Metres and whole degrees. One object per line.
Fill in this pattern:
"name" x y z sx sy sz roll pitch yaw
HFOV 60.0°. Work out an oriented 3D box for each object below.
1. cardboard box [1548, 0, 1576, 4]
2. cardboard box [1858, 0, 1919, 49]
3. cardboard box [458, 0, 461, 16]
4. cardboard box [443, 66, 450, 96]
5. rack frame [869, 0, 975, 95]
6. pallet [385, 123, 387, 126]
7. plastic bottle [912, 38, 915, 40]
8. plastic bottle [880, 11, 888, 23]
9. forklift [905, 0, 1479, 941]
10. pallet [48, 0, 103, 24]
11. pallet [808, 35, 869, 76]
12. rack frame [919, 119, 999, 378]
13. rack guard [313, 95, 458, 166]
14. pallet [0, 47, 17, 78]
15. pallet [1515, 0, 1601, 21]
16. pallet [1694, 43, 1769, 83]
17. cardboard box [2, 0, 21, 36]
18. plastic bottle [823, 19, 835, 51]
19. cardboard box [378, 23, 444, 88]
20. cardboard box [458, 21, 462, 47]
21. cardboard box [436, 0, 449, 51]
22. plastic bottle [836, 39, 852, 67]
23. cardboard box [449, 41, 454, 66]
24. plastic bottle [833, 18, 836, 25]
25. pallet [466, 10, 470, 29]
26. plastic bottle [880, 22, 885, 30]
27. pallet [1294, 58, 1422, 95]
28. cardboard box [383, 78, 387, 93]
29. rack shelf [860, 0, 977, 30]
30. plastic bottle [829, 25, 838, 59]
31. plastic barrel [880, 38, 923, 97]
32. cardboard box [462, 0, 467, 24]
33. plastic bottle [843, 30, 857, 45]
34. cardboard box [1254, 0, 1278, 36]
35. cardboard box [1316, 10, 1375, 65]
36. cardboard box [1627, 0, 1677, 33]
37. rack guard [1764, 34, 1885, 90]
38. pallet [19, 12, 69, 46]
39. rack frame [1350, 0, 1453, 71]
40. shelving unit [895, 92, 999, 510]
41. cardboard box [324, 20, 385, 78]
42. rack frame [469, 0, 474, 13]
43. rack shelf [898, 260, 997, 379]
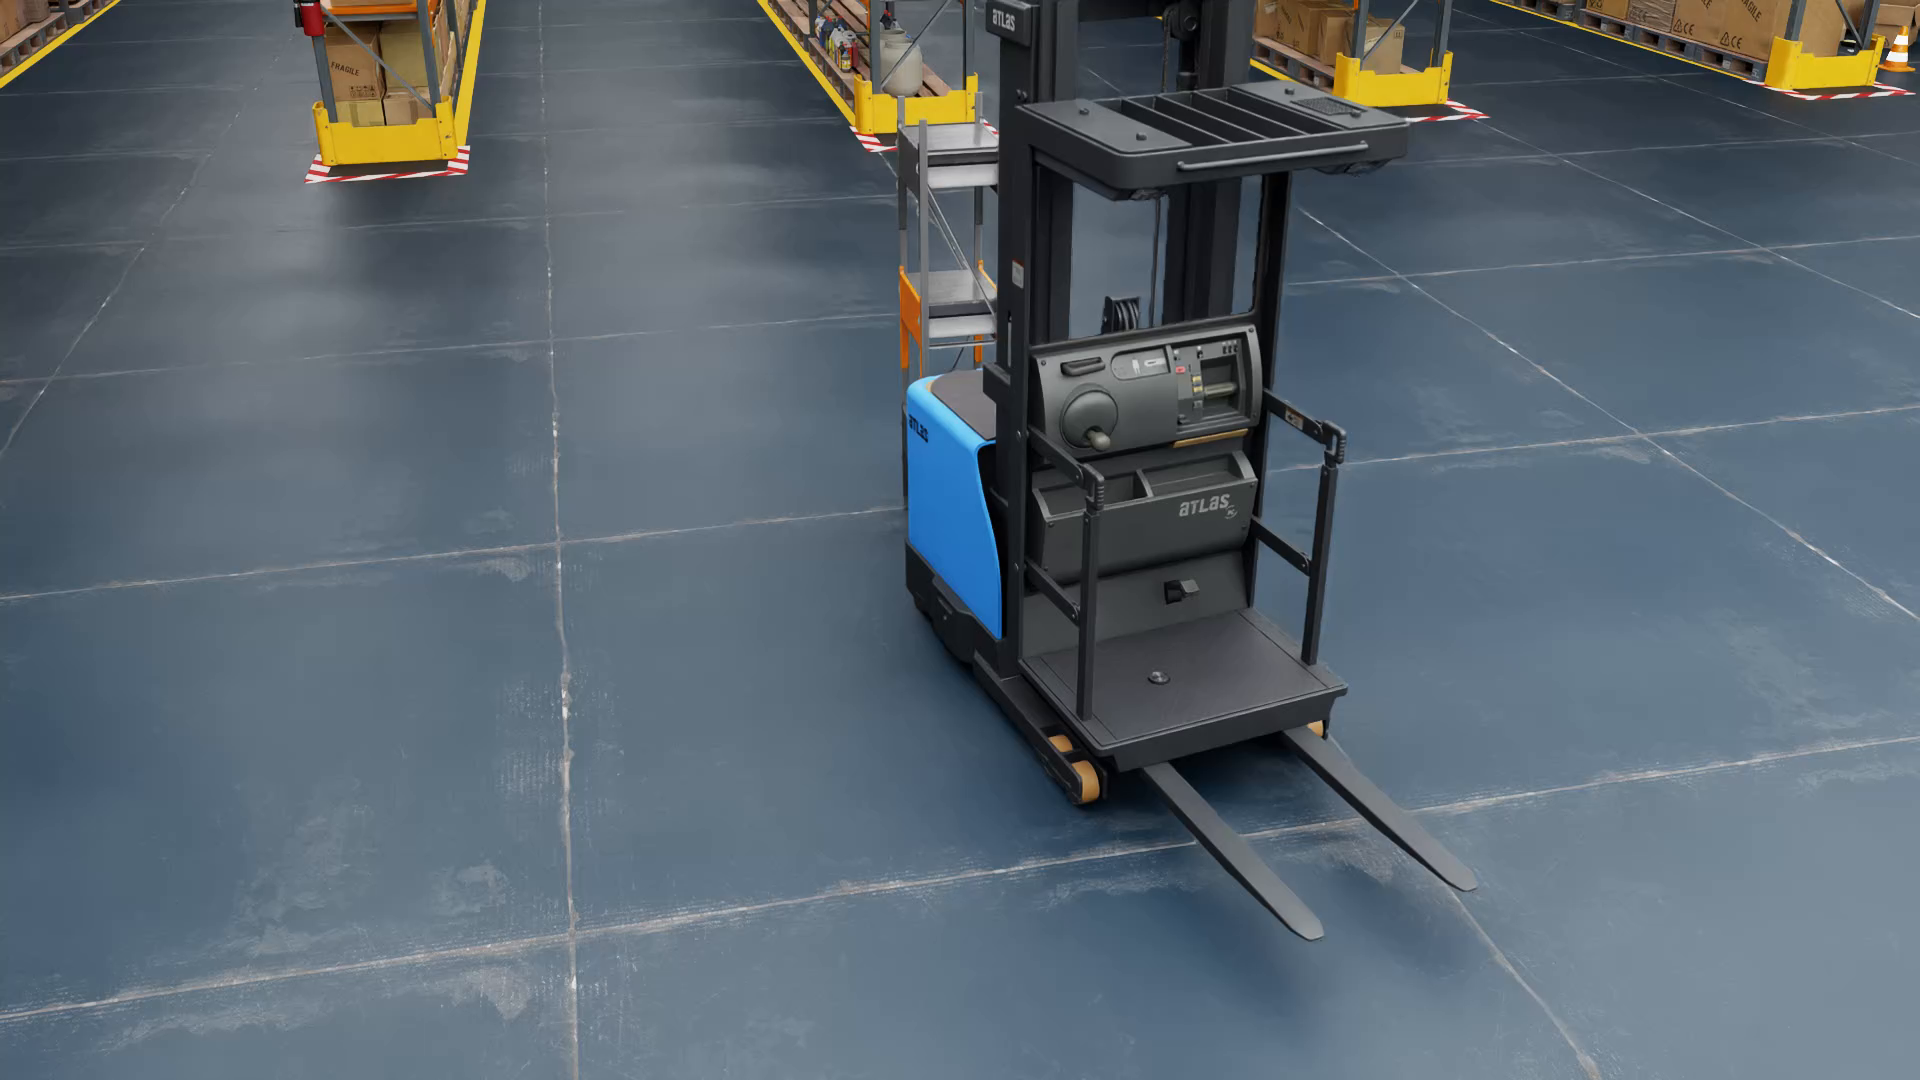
"cardboard box" 8.190 -7.499 21.810 1.050 0.750 0.750 -6 27 -12
"cardboard box" 11.257 -6.243 20.061 0.637 0.503 0.797 19 32 32
"cardboard box" -6.048 -6.227 19.221 0.500 0.311 0.500 -6 27 -12
"cardboard box" -5.321 -4.490 16.402 0.500 0.250 0.500 -6 27 -12
"rack frame" -0.361 -5.335 15.490 1.000 3.000 0.127 -6 27 -12
"pallet" -5.401 -3.920 15.782 1.003 0.211 1.213 -6 27 -12
"plastic bottle" -0.500 -5.247 17.843 0.061 0.283 0.133 -5 27 -11
"plastic bottle" -0.837 -5.851 18.965 0.144 0.351 0.185 -7 28 -13
"forklift" 0.803 -0.530 6.047 1.130 2.935 3.031 -11 29 -21
"pallet" -11.921 -6.950 21.784 1.003 0.211 1.213 -6 27 -12
"pallet" -1.152 -5.547 19.005 1.003 0.211 1.213 -6 27 -12
"rack frame" 0.018 -0.903 7.709 0.400 2.100 0.015 -6 27 -12
"rack guard" -5.183 -3.707 15.039 1.175 0.500 0.348 -6 27 -12
"pallet" -11.092 -5.181 18.281 1.003 0.211 1.213 -6 27 -12
"pallet" 8.171 -7.139 22.160 1.003 0.211 1.213 -6 27 -12
"pallet" 9.063 -5.395 18.705 1.003 0.211 1.213 -6 27 -12
"cardboard box" -11.461 -6.157 19.406 0.700 0.500 0.500 -6 27 -12
"plastic bottle" -1.443 -5.625 18.517 0.144 0.351 0.185 -7 28 -14
"cardboard box" -5.207 -4.605 15.799 0.500 0.500 0.500 -6 27 -12
"cardboard box" -5.939 -5.751 18.902 0.500 0.250 0.500 -7 28 -13
"cardboard box" -5.554 -5.263 17.101 0.500 0.500 0.500 -6 27 -12
"plastic bottle" -1.232 -5.190 17.739 0.152 0.276 0.135 -6 27 -11
"cardboard box" -5.669 -5.147 17.705 0.500 0.250 0.500 -6 27 -12
"plastic bottle" -1.415 -5.762 18.863 0.061 0.283 0.133 -6 27 -12
"pallet" -6.844 -6.735 21.359 1.003 0.211 1.213 -6 27 -12
"plastic bottle" -0.932 -5.707 18.763 0.152 0.276 0.135 -6 27 -12
"pallet" 4.298 -4.986 17.895 1.003 0.211 1.213 -6 27 -12
"cardboard box" -5.721 -4.217 15.861 0.500 0.250 0.500 -6 27 -12
"rack shelf" -0.812 -5.891 17.392 1.077 0.370 4.000 -6 27 -12
"plastic bottle" -1.347 -5.439 18.148 0.144 0.351 0.185 -6 27 -12
"plastic barrel" -0.584 -4.693 16.513 0.421 0.512 0.421 0 27 0
"cardboard box" -6.286 -6.427 20.239 0.500 0.250 0.500 -5 27 -11
"plastic bottle" -1.208 -5.431 18.216 0.152 0.276 0.135 -6 27 -12
"cardboard box" 3.750 -6.235 19.582 0.500 0.500 0.500 2 27 5
"cardboard box" 4.172 -5.444 18.015 0.500 0.500 0.500 1 27 2
"cardboard box" 8.698 -6.613 19.915 0.875 0.875 0.875 -6 27 -11
"rack guard" 9.325 -5.170 17.939 1.175 0.500 0.348 -6 27 -12
"pallet" -11.642 -6.253 20.404 1.003 0.211 1.213 -6 27 -12
"rack frame" 4.464 -5.838 16.487 1.000 3.000 0.127 -6 27 -12
"shelving unit" -0.037 -1.010 7.921 0.431 2.100 0.503 -6 27 -12
"cardboard box" -5.839 -4.771 16.126 0.500 0.500 0.500 -6 27 -12
"rack frame" -6.991 -8.345 21.455 1.000 3.000 0.127 -6 27 -12
"rack shelf" -0.037 -0.998 7.927 0.431 0.518 0.480 -6 27 -12
